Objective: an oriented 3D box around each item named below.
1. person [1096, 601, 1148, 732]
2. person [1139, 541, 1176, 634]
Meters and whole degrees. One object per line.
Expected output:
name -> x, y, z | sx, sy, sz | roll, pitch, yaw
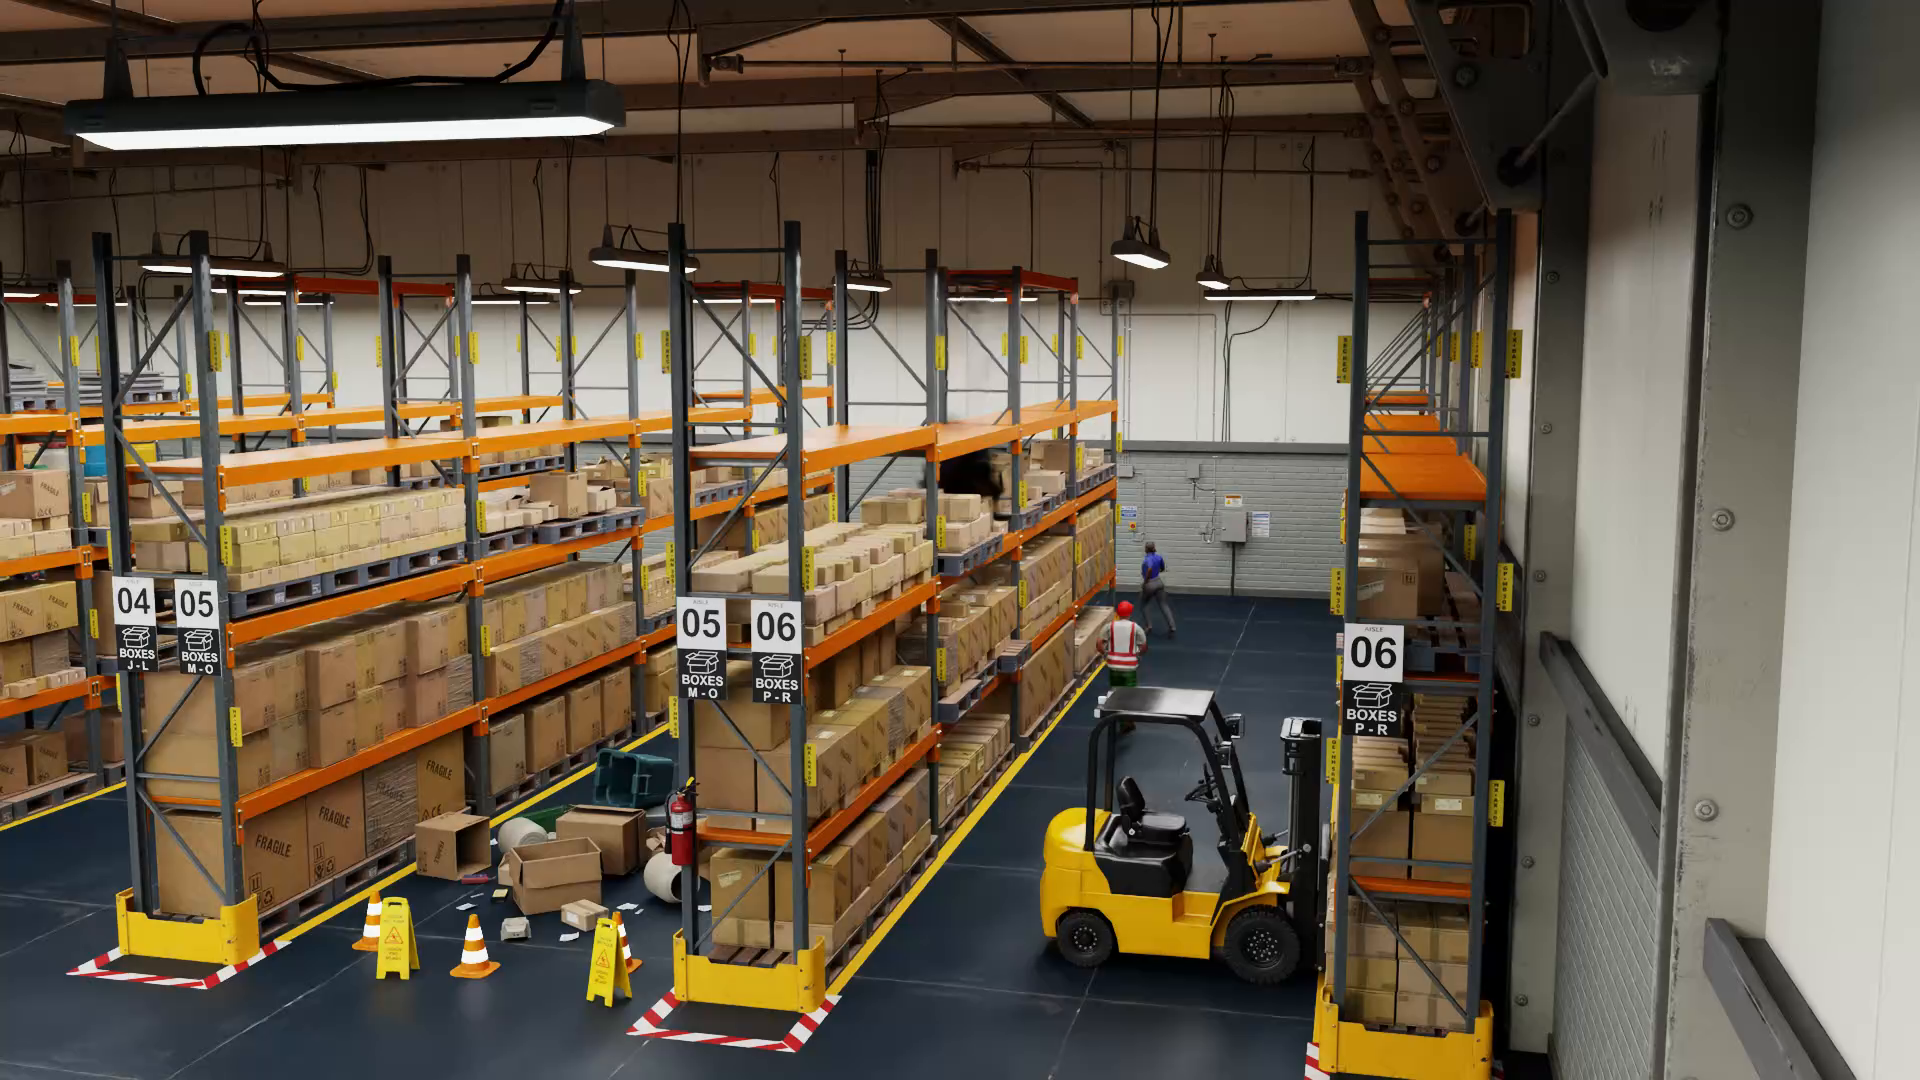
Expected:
person -> 2.104, 1.675, 21.600 | 0.661, 1.773, 0.799 | 2, 7, 13
person -> 3.348, 0.862, 28.741 | 0.621, 1.692, 0.788 | -5, 8, -34
